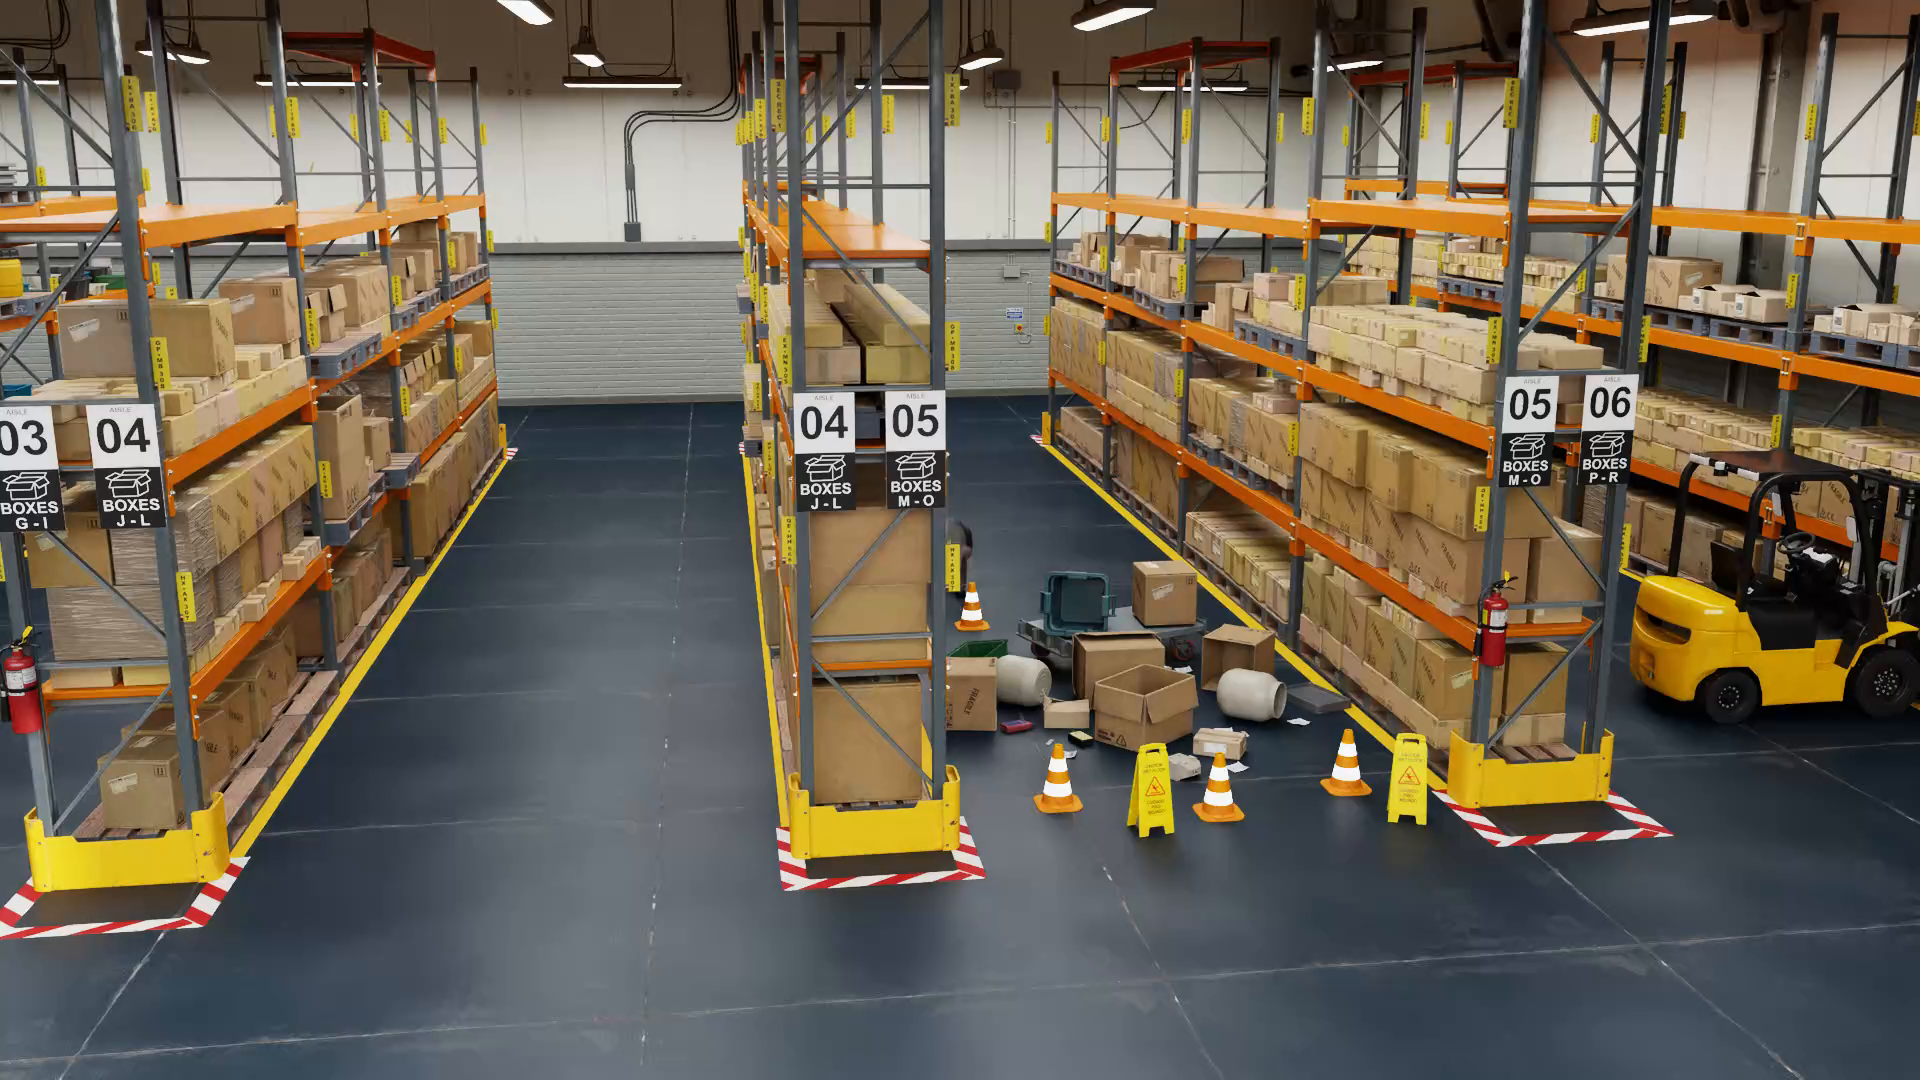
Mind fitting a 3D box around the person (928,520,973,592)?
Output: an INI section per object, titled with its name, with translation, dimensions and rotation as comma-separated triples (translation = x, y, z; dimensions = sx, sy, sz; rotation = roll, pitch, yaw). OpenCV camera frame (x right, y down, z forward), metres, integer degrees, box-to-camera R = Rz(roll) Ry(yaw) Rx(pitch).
[person]
translation = -0.153, 0.182, 18.246
dimensions = 0.507, 0.857, 0.954
rotation = -2, 13, -10
